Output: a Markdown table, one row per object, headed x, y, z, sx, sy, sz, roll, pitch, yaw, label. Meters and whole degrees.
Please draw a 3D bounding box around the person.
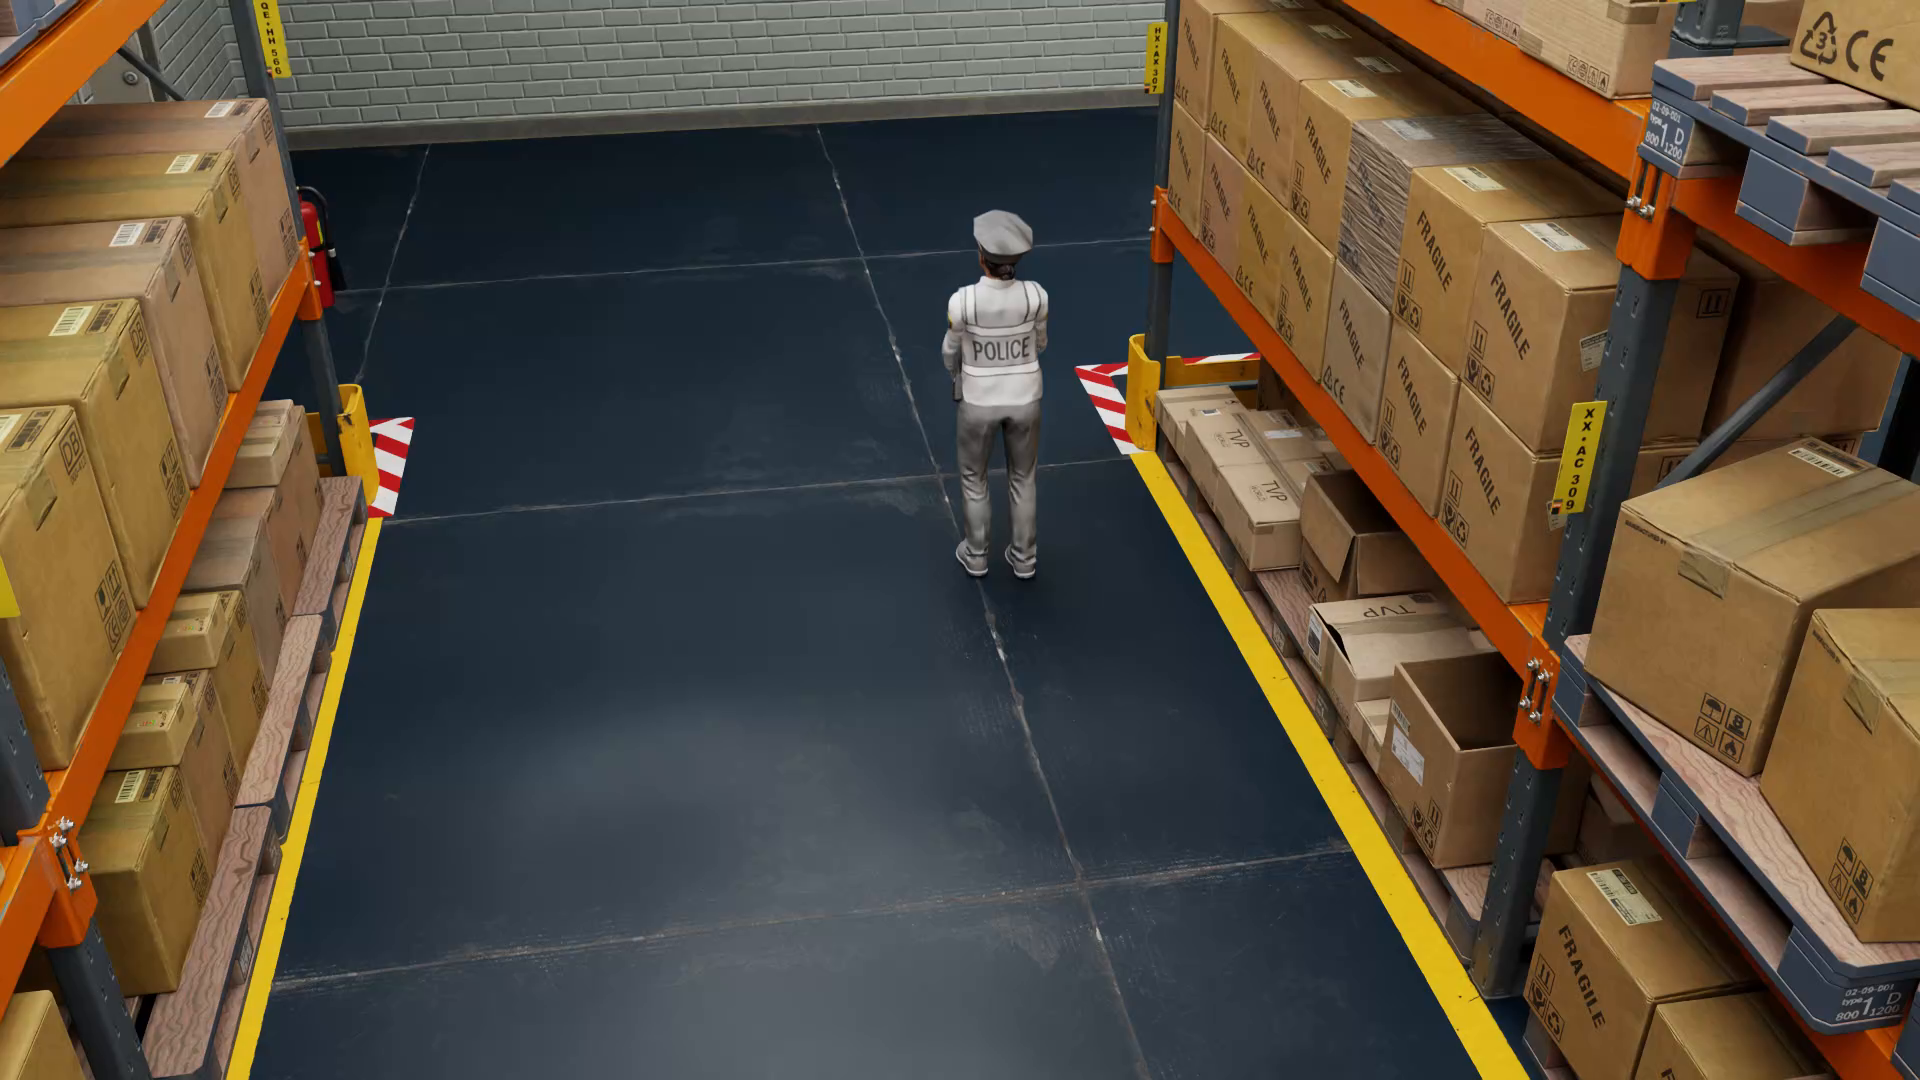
| x | y | z | sx | sy | sz | roll | pitch | yaw | label |
| --- | --- | --- | --- | --- | --- | --- | --- | --- | --- |
| 0.147 | -0.622 | 7.161 | 0.446 | 1.683 | 0.518 | -5 | 31 | -9 | person |
